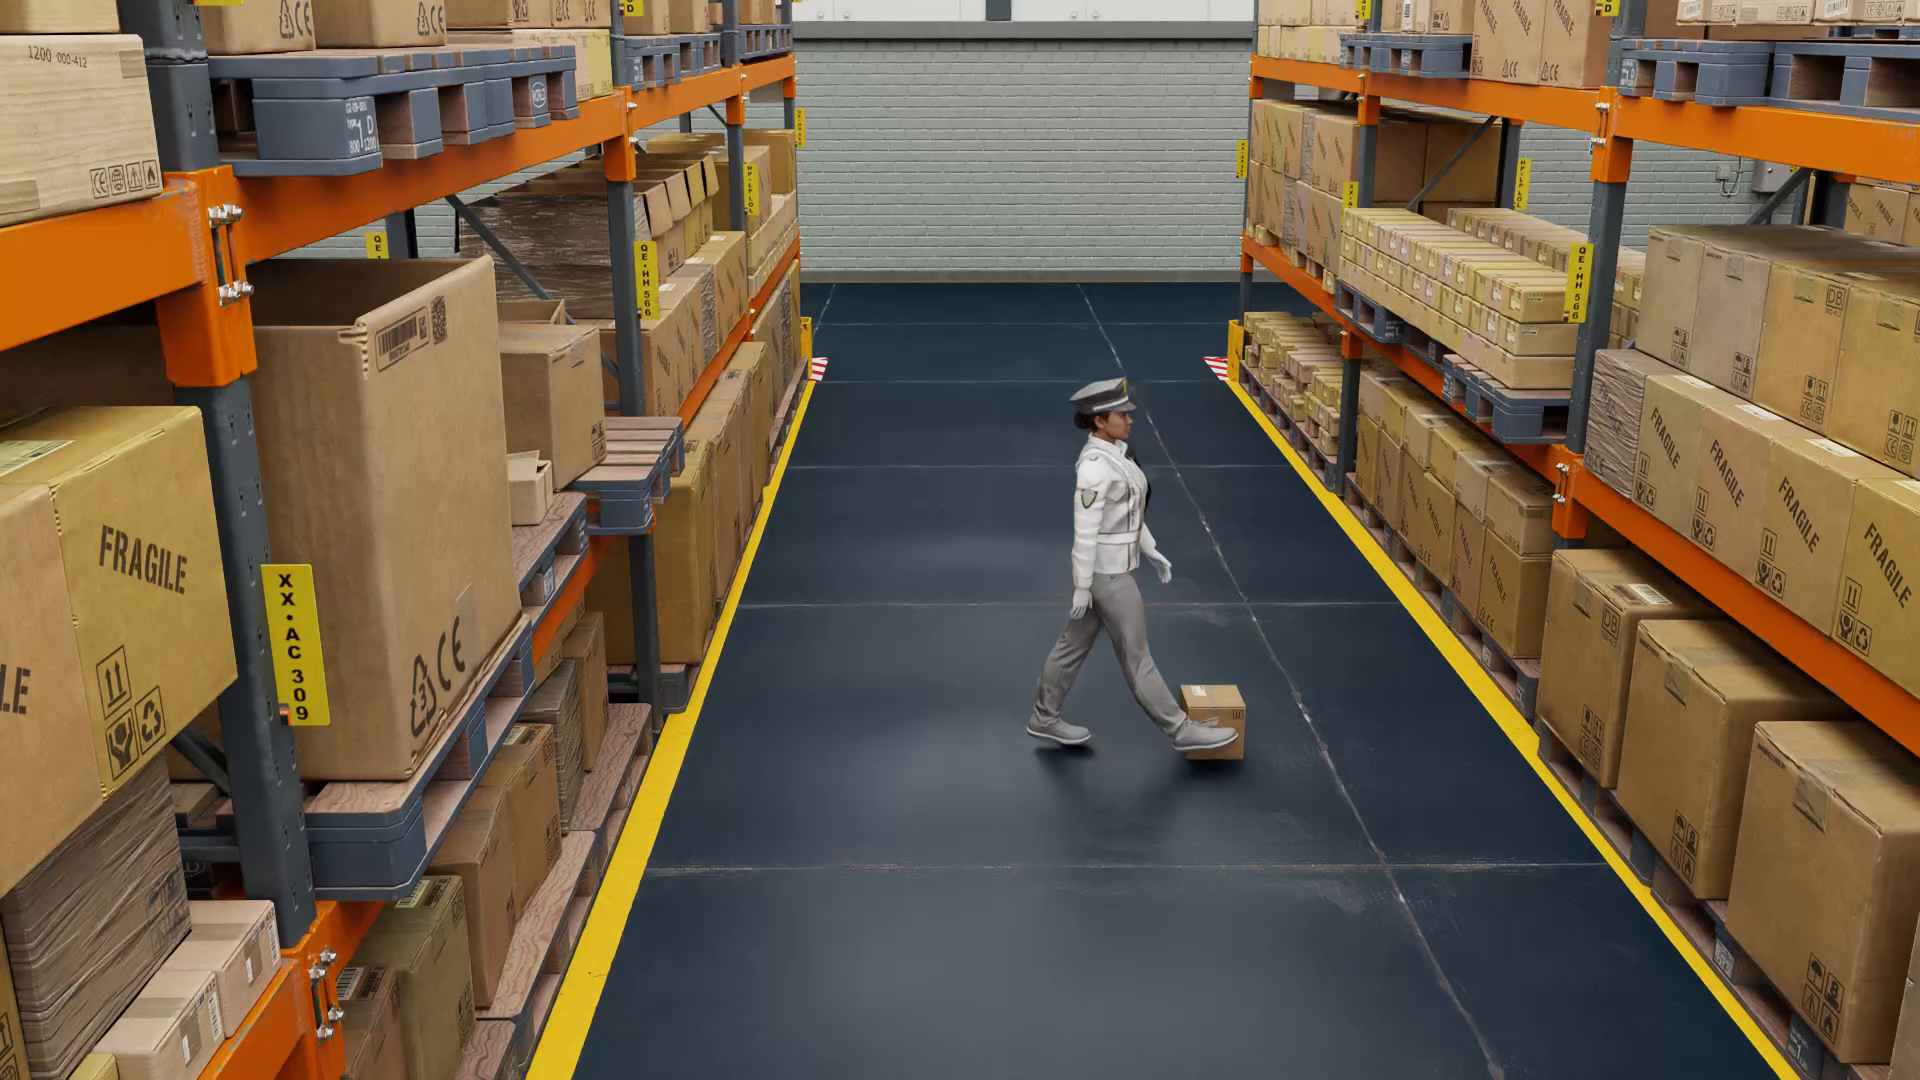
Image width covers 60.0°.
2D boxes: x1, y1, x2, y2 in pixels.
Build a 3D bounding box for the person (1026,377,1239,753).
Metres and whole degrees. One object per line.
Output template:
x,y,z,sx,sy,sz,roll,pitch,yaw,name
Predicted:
0.754,0.113,7.105,0.911,1.649,0.490,2,17,5,person
